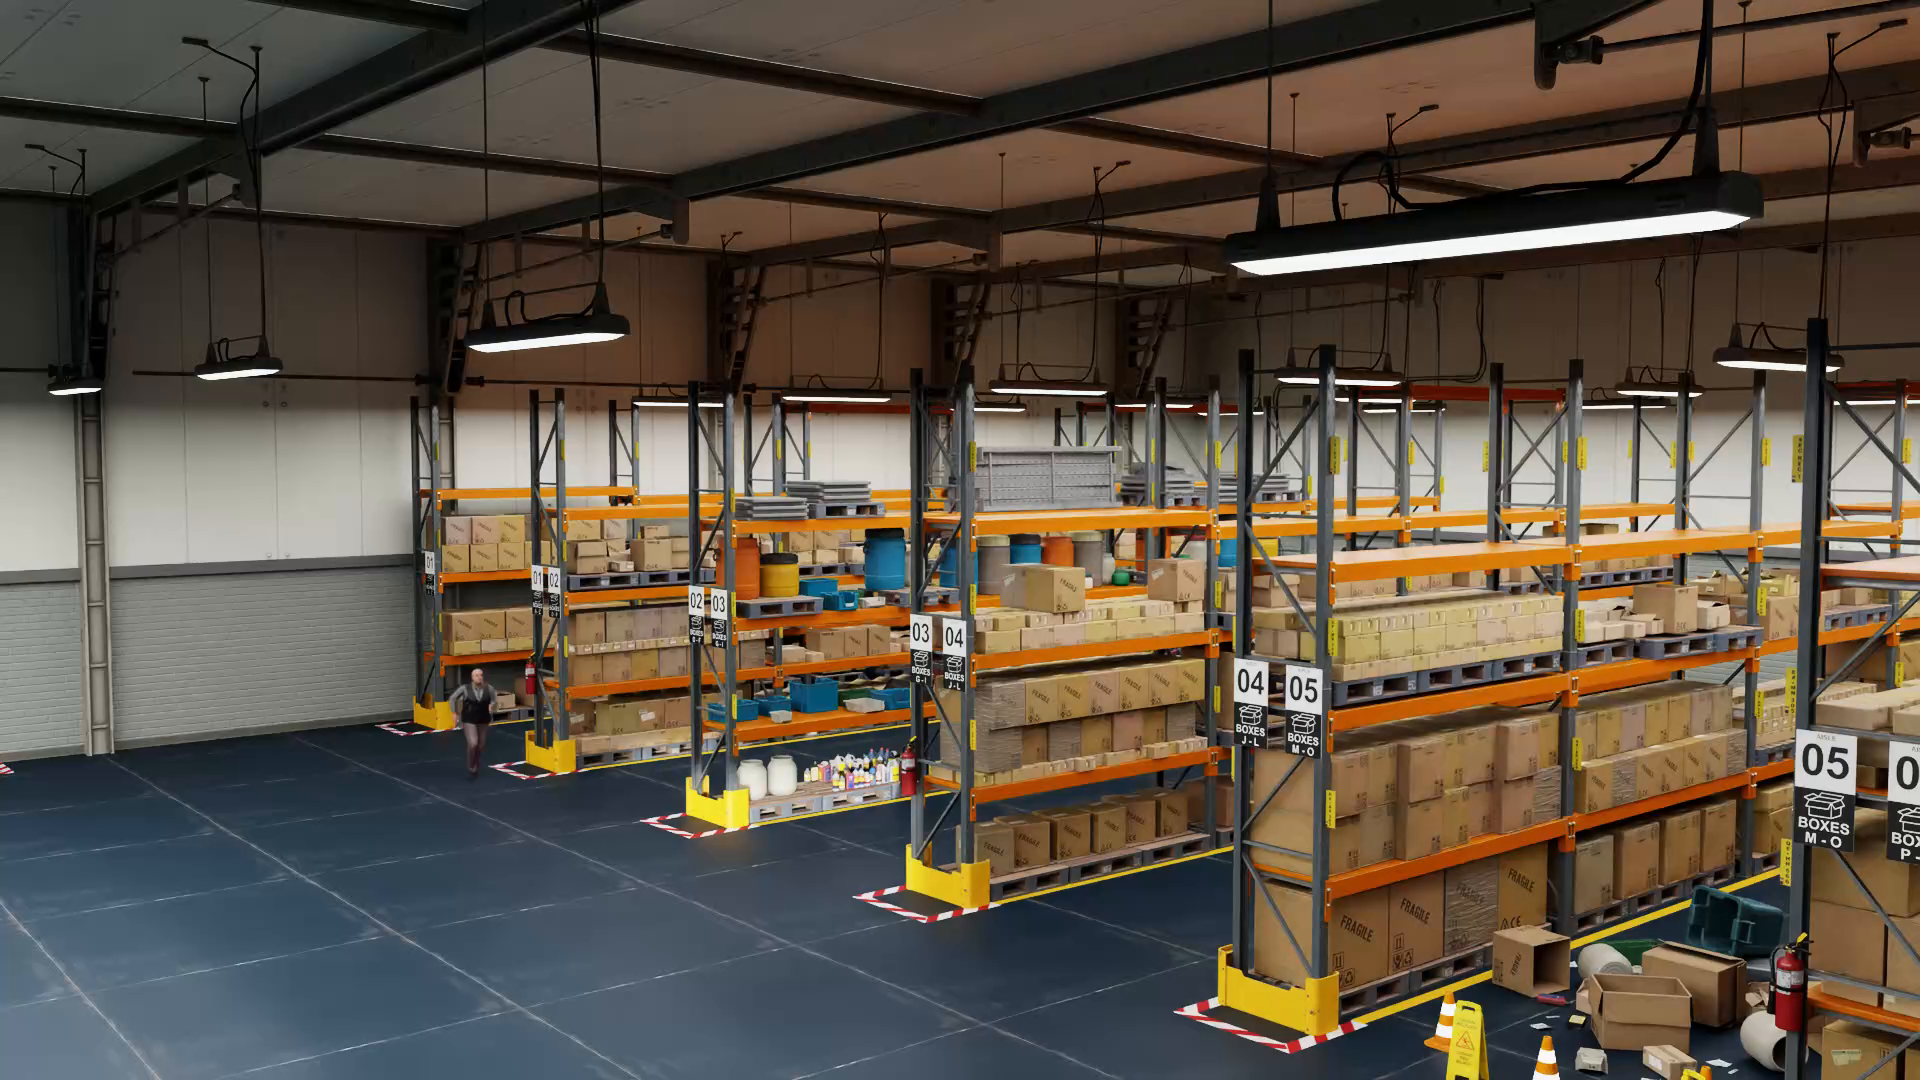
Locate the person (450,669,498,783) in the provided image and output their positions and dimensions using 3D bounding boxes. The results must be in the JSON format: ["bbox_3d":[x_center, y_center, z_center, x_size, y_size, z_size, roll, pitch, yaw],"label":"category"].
[{"bbox_3d":[-7.409,2.827,25.422,0.689,1.737,0.797,-2,4,-33],"label":"person"}]

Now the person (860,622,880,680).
[{"bbox_3d":[-1.861,2.410,34.164,0.530,1.494,0.699,2,4,34],"label":"person"}]
